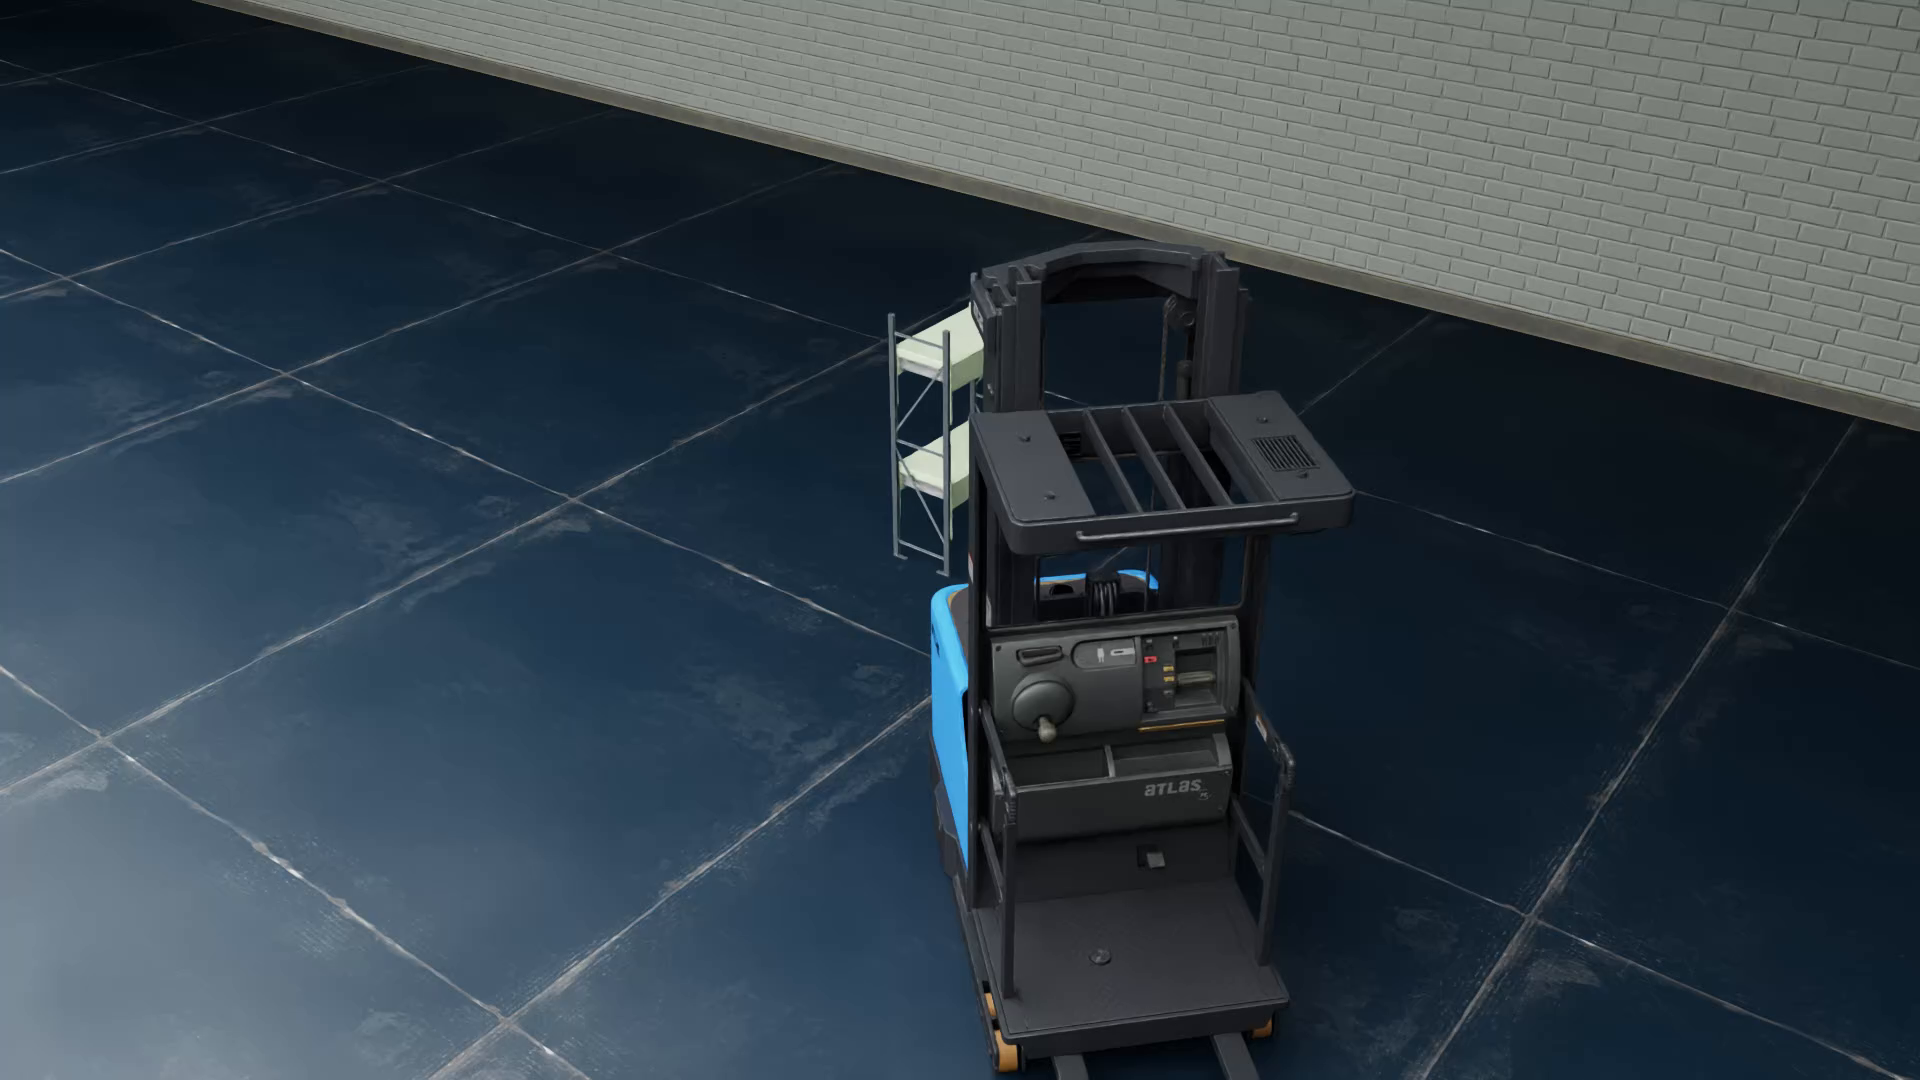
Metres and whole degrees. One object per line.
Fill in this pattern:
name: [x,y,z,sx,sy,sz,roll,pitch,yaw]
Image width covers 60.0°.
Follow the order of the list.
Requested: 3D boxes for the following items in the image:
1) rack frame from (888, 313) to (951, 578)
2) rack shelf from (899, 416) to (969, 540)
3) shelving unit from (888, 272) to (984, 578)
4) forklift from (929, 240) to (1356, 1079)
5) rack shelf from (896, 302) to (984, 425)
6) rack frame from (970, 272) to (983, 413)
rack frame: [-0.217,-0.499,9.121,0.400,1.500,0.023,21,37,31]
rack shelf: [0.004,-0.367,9.538,0.431,0.370,0.720,21,37,31]
shelving unit: [0.004,-0.648,9.372,0.431,1.500,0.755,21,37,31]
forklift: [0.615,0.563,5.925,1.130,2.935,3.031,-5,31,-8]
rack shelf: [0.004,-0.984,9.173,0.431,0.370,0.720,21,37,31]
rack frame: [0.225,-0.797,9.623,0.400,1.500,0.023,21,37,31]
